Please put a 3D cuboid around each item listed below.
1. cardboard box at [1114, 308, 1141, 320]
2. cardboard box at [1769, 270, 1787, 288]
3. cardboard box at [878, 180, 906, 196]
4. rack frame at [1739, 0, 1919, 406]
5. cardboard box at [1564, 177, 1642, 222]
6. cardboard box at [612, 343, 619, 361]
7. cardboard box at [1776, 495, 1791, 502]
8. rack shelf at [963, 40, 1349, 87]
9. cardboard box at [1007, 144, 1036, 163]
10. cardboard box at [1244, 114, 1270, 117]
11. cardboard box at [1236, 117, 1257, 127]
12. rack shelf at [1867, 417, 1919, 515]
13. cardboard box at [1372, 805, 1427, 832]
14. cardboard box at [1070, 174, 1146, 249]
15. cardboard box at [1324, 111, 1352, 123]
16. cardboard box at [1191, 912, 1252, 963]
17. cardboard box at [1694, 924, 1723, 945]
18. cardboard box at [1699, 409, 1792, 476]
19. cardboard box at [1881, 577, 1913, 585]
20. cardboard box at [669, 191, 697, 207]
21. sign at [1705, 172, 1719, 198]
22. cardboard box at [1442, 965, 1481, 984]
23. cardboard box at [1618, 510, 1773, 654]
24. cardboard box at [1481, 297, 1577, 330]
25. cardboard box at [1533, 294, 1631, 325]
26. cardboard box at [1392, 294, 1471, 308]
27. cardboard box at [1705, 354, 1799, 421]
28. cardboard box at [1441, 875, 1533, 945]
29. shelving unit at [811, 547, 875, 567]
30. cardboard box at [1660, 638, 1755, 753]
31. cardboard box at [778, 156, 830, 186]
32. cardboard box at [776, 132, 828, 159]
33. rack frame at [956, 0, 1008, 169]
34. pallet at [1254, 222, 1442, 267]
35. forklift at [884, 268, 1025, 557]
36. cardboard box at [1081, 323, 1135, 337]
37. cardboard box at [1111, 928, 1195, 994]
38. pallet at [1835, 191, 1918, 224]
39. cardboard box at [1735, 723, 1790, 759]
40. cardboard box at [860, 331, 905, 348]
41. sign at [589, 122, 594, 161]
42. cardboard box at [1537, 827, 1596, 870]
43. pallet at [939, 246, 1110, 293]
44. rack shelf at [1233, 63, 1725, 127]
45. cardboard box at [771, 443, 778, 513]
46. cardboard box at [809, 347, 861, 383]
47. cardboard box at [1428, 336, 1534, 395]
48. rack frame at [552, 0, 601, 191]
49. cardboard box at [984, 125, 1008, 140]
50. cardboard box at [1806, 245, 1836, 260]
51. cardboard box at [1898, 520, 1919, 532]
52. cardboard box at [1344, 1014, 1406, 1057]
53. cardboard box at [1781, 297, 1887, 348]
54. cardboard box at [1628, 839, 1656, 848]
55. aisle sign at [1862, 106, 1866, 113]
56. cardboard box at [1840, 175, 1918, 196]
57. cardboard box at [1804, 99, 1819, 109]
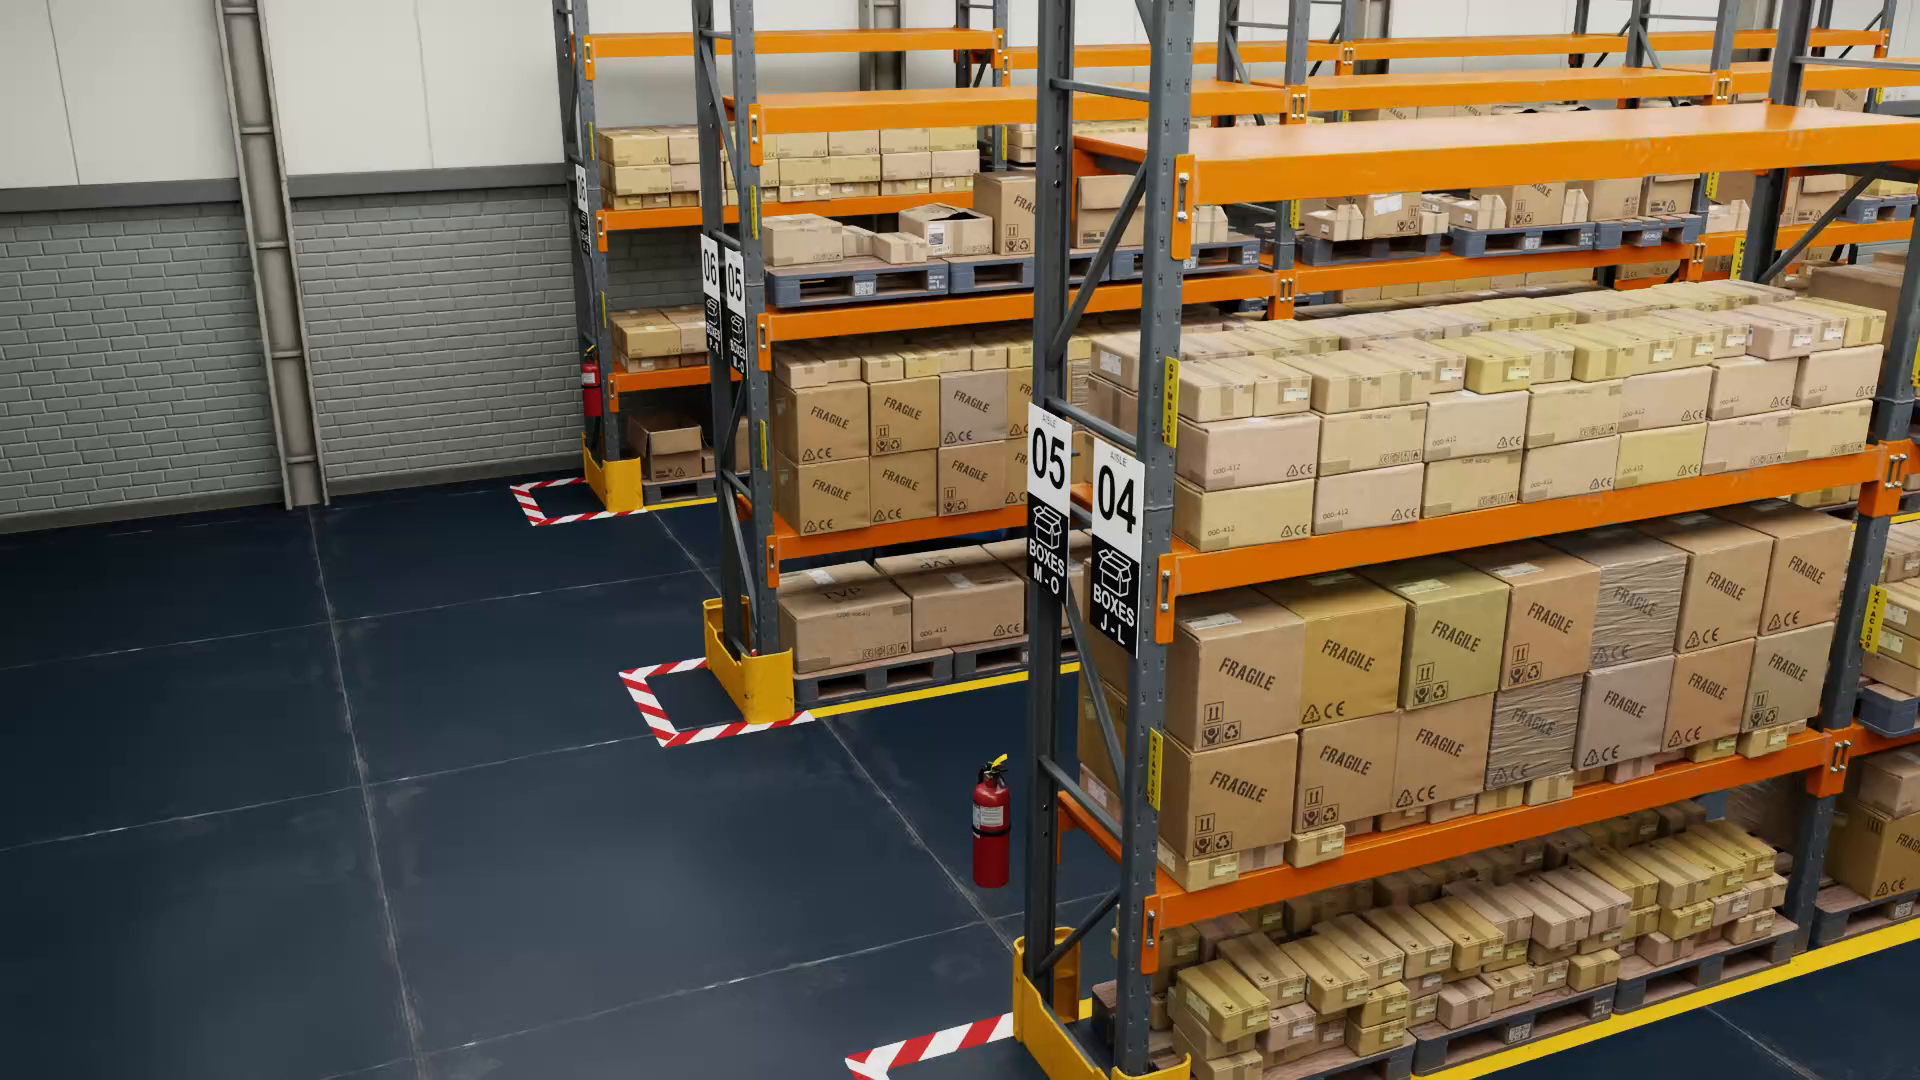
[{"bbox_3d":[1.337,-1.645,12.545,0.250,0.149,0.380,-8,21,-23],"label":"cardboard box"},{"bbox_3d":[7.240,-2.387,15.077,0.250,0.149,0.380,-9,21,-25],"label":"cardboard box"},{"bbox_3d":[-0.709,-3.445,16.152,0.250,0.149,0.380,-8,21,-22],"label":"cardboard box"},{"bbox_3d":[4.230,-2.201,7.725,0.127,3.000,1.000,-8,21,-22],"label":"rack frame"},{"bbox_3d":[5.016,-2.866,13.346,0.500,0.500,0.700,-9,21,-25],"label":"cardboard box"},{"bbox_3d":[-3.267,-1.862,16.172,0.250,0.149,0.380,-8,21,-23],"label":"cardboard box"},{"bbox_3d":[7.047,-0.524,15.317,0.625,0.372,0.950,-9,21,-23],"label":"cardboard box"},{"bbox_3d":[2.044,-4.946,17.205,4.000,0.370,1.077,-8,21,-22],"label":"rack shelf"},{"bbox_3d":[0.639,-3.841,16.493,0.250,0.149,0.380,-8,21,-21],"label":"cardboard box"},{"bbox_3d":[3.188,-4.591,18.206,0.250,0.149,0.380,-8,21,-22],"label":"cardboard box"},{"bbox_3d":[2.924,-4.371,17.581,0.250,0.149,0.380,-8,21,-23],"label":"cardboard box"},{"bbox_3d":[6.067,-0.710,9.090,4.000,0.370,1.077,-8,21,-22],"label":"rack shelf"},{"bbox_3d":[1.913,1.161,7.586,0.250,0.149,0.380,-8,21,-22],"label":"cardboard box"},{"bbox_3d":[0.951,-2.390,11.837,0.637,0.503,0.797,-6,20,-18],"label":"cardboard box"},{"bbox_3d":[4.444,-4.670,18.696,0.500,0.250,0.500,-8,21,-22],"label":"cardboard box"},{"bbox_3d":[1.197,1.858,7.993,0.250,0.149,0.380,-8,21,-21],"label":"cardboard box"},{"bbox_3d":[3.734,1.939,8.659,0.250,0.149,0.380,-8,21,-20],"label":"cardboard box"},{"bbox_3d":[3.424,-0.507,7.654,0.500,0.250,0.500,-8,21,-22],"label":"cardboard box"},{"bbox_3d":[4.988,0.229,9.153,0.250,0.149,0.380,-7,21,-20],"label":"cardboard box"},{"bbox_3d":[-2.608,-3.193,15.437,0.250,0.149,0.380,-8,21,-22],"label":"cardboard box"},{"bbox_3d":[6.062,-2.920,13.384,0.005,0.325,0.100,-8,21,-22],"label":"sign"},{"bbox_3d":[2.321,1.979,8.097,0.250,0.149,0.380,-7,21,-19],"label":"cardboard box"},{"bbox_3d":[3.433,0.183,7.882,0.500,0.500,0.500,-9,21,-24],"label":"cardboard box"},{"bbox_3d":[2.641,-1.017,7.750,0.250,0.149,0.380,-7,21,-19],"label":"cardboard box"},{"bbox_3d":[2.910,-1.039,7.812,0.250,0.149,0.380,-9,21,-24],"label":"cardboard box"},{"bbox_3d":[3.903,-1.726,13.751,0.500,0.500,0.500,-8,21,-21],"label":"cardboard box"},{"bbox_3d":[3.425,-0.749,7.588,0.500,0.250,0.500,-9,21,-24],"label":"cardboard box"},{"bbox_3d":[2.567,1.814,8.119,0.250,0.149,0.380,-8,21,-22],"label":"cardboard box"},{"bbox_3d":[-1.010,-0.345,14.195,0.503,1.200,0.258,8,21,21],"label":"shelving unit"},{"bbox_3d":[3.421,0.658,8.037,0.500,0.500,0.500,-9,21,-23],"label":"cardboard box"},{"bbox_3d":[-1.551,-3.526,15.782,0.500,0.250,0.500,-9,21,-23],"label":"cardboard box"},{"bbox_3d":[-1.564,-3.759,15.689,0.500,0.250,0.500,-8,21,-20],"label":"cardboard box"},{"bbox_3d":[0.207,-5.211,16.272,0.127,3.000,1.000,-8,21,-22],"label":"rack frame"},{"bbox_3d":[2.999,-2.328,12.890,1.217,0.209,0.805,-9,21,-24],"label":"pallet"},{"bbox_3d":[0.124,-1.608,15.176,1.130,2.935,3.031,4,20,10],"label":"forklift"},{"bbox_3d":[1.061,-1.441,11.966,0.250,0.149,0.380,-8,21,-22],"label":"cardboard box"},{"bbox_3d":[0.929,2.004,8.026,0.250,0.149,0.380,-9,21,-23],"label":"cardboard box"},{"bbox_3d":[7.962,-3.061,14.964,1.003,0.211,1.213,-8,21,-22],"label":"pallet"},{"bbox_3d":[3.868,0.923,8.263,0.250,0.149,0.380,-9,21,-23],"label":"cardboard box"},{"bbox_3d":[-0.571,-1.396,11.837,0.250,0.149,0.380,-8,21,-21],"label":"cardboard box"},{"bbox_3d":[-3.250,-3.517,14.661,0.005,0.325,0.100,-8,21,-22],"label":"sign"},{"bbox_3d":[3.113,1.584,8.771,0.250,0.149,0.380,-9,21,-23],"label":"cardboard box"},{"bbox_3d":[0.303,-1.977,11.738,1.213,0.211,1.003,-8,21,-22],"label":"pallet"},{"bbox_3d":[4.013,-3.433,12.908,4.000,0.370,1.077,-8,21,-22],"label":"rack shelf"},{"bbox_3d":[-1.158,-0.533,11.869,0.500,0.500,0.500,-8,21,-22],"label":"cardboard box"},{"bbox_3d":[-0.848,-1.185,11.238,0.250,0.149,0.380,-8,21,-21],"label":"cardboard box"},{"bbox_3d":[2.163,-0.732,6.940,0.250,0.149,0.380,-7,21,-20],"label":"cardboard box"},{"bbox_3d":[-3.465,-4.685,14.777,0.127,3.000,1.000,-8,21,-22],"label":"rack frame"},{"bbox_3d":[0.436,-4.138,16.889,0.250,0.149,0.380,-8,21,-23],"label":"cardboard box"},{"bbox_3d":[10.878,-3.862,21.324,0.500,0.500,0.500,-9,21,-23],"label":"cardboard box"},{"bbox_3d":[5.474,0.021,9.297,0.250,0.149,0.380,-9,21,-24],"label":"cardboard box"},{"bbox_3d":[1.877,2.235,7.817,0.250,0.149,0.380,-8,21,-21],"label":"cardboard box"},{"bbox_3d":[4.052,-1.015,7.745,0.250,0.149,0.380,-9,21,-24],"label":"cardboard box"},{"bbox_3d":[3.574,1.645,9.045,0.250,0.149,0.380,-8,21,-22],"label":"cardboard box"},{"bbox_3d":[11.403,-5.105,21.090,0.004,0.787,0.394,-8,21,-22],"label":"aisle sign"},{"bbox_3d":[8.108,-3.210,14.699,0.500,0.250,0.500,-8,21,-21],"label":"cardboard box"},{"bbox_3d":[10.352,-5.322,20.522,0.258,0.266,0.396,-8,21,-22],"label":"cardboard box"}]
